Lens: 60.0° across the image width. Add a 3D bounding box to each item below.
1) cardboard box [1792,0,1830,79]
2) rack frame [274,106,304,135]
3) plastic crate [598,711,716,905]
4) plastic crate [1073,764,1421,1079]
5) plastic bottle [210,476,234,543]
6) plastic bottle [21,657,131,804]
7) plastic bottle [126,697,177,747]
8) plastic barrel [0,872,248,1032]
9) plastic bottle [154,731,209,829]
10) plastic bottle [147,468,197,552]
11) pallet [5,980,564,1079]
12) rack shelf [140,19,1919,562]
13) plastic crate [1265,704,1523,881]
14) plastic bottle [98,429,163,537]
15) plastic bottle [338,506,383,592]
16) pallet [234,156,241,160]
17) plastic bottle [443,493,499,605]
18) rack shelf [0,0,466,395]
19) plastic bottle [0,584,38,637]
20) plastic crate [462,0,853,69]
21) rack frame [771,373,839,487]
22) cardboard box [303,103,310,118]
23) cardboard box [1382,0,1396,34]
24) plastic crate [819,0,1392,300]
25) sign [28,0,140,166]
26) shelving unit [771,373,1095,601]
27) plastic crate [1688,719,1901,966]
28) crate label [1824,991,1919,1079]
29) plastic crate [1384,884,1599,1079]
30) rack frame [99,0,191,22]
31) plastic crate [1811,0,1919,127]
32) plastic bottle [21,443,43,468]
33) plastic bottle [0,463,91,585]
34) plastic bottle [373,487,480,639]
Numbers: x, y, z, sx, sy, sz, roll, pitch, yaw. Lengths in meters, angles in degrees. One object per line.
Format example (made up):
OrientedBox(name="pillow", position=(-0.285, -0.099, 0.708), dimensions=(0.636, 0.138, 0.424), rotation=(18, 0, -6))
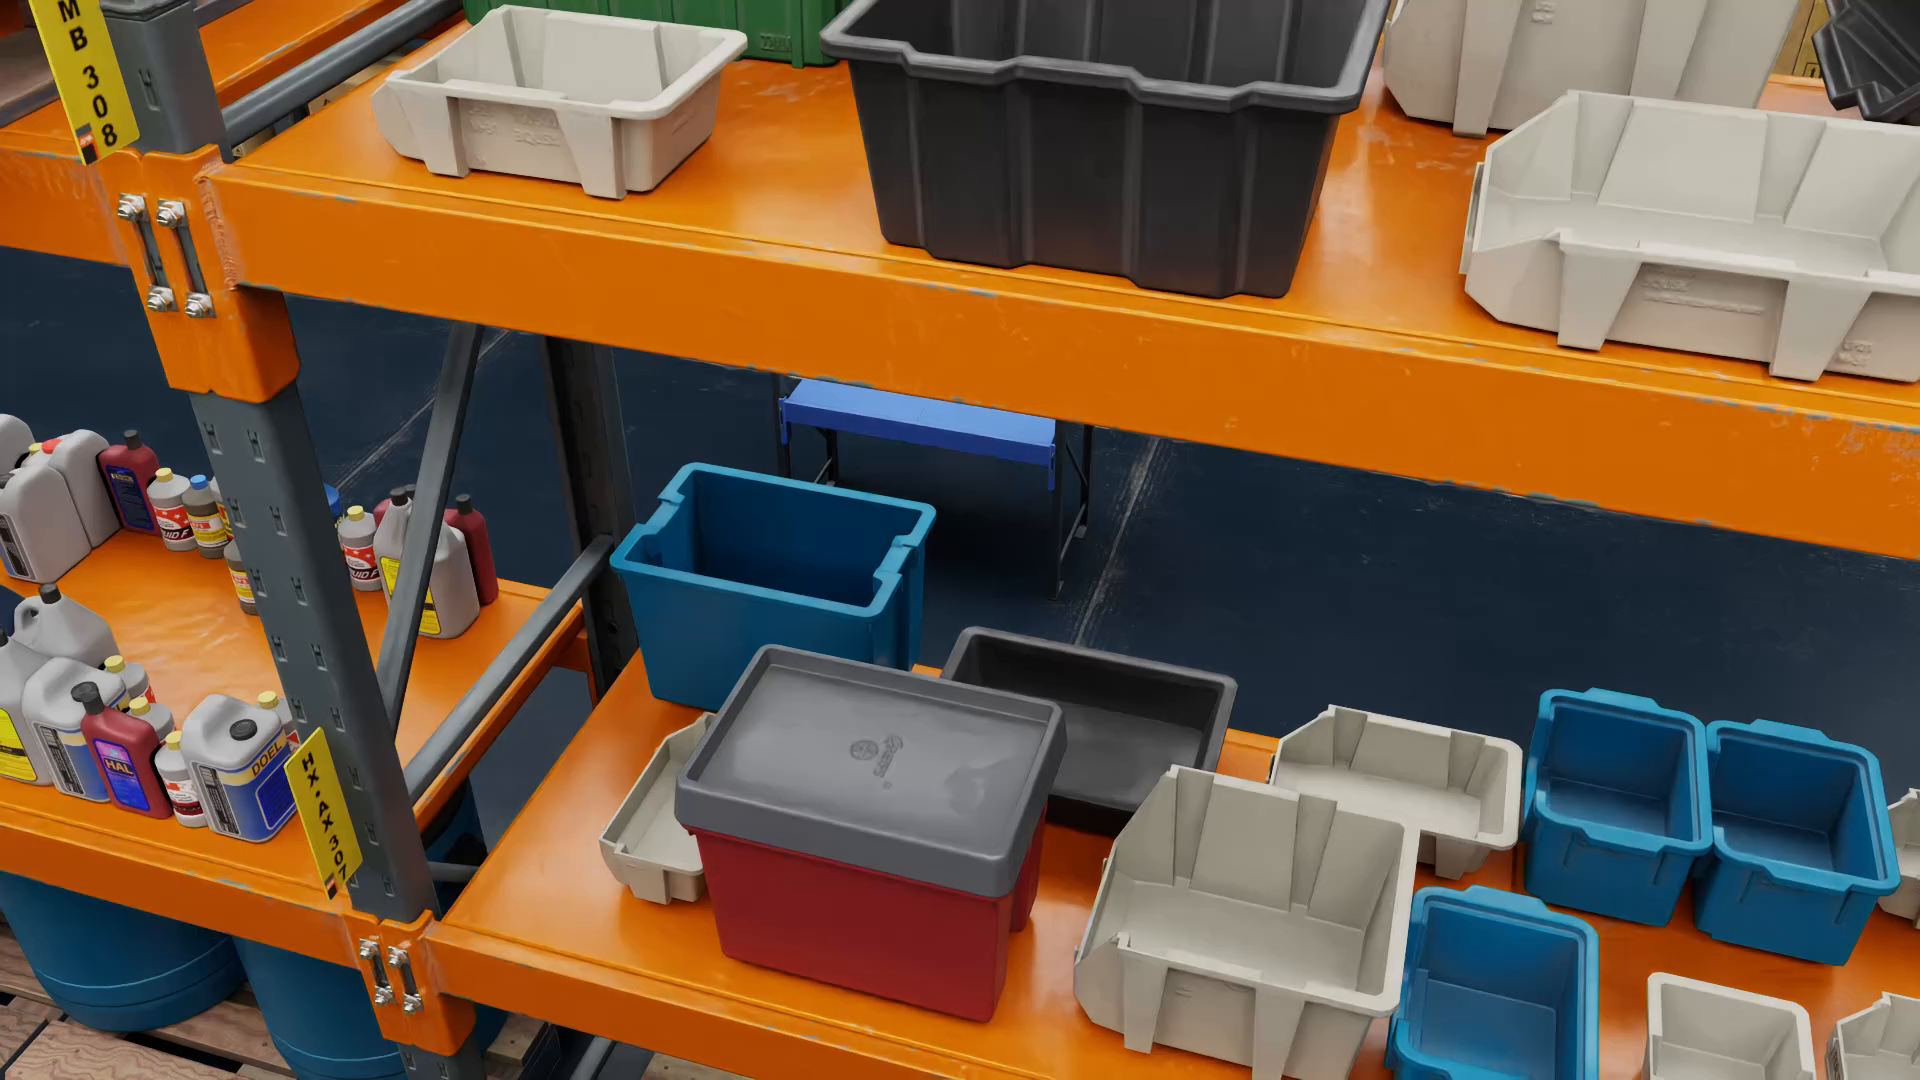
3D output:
OrientedBox(name="cardboard box", position=(3.373, -1.878, 6.187), dimensions=(0.500, 0.500, 0.500), rotation=(11, 38, 14))
OrientedBox(name="rack frame", position=(-3.258, -3.237, 8.117), dimensions=(0.127, 3.000, 1.000), rotation=(10, 38, 14))
OrientedBox(name="plastic crate", position=(-0.519, 0.517, 3.189), dimensions=(0.243, 0.136, 0.396), rotation=(10, 38, 14))
OrientedBox(name="plastic crate", position=(0.482, 0.670, 2.859), dimensions=(0.530, 0.282, 0.437), rotation=(10, 38, 14))
OrientedBox(name="plastic bottle", position=(-1.701, -0.074, 3.929), dimensions=(0.097, 0.271, 0.097), rotation=(0, 36, 0))
OrientedBox(name="plastic bottle", position=(-1.742, 0.371, 3.321), dimensions=(0.135, 0.276, 0.152), rotation=(10, 38, 14))
OrientedBox(name="plastic bottle", position=(-1.621, 0.402, 3.341), dimensions=(0.097, 0.201, 0.097), rotation=(0, 36, 0))
OrientedBox(name="plastic barrel", position=(-2.111, 0.717, 4.161), dimensions=(0.708, 0.901, 0.600), rotation=(10, 38, 14))
OrientedBox(name="plastic bottle", position=(-1.512, 0.460, 3.262), dimensions=(0.097, 0.201, 0.097), rotation=(0, 36, 0))
OrientedBox(name="plastic bottle", position=(-1.886, -0.080, 3.996), dimensions=(0.097, 0.201, 0.097), rotation=(0, 36, 0))
OrientedBox(name="pallet", position=(-1.645, 1.235, 4.394), dimensions=(1.213, 0.211, 1.003), rotation=(10, 38, 14))
OrientedBox(name="rack shelf", position=(0.988, -0.293, 2.194), dimensions=(4.000, 0.370, 1.077), rotation=(10, 38, 14))
OrientedBox(name="plastic crate", position=(0.831, 0.492, 3.223), dimensions=(0.466, 0.136, 0.293), rotation=(10, 38, 14))
OrientedBox(name="plastic bottle", position=(-1.991, -0.144, 4.014), dimensions=(0.133, 0.283, 0.061), rotation=(10, 38, 14))
OrientedBox(name="plastic bottle", position=(-1.386, 0.012, 3.871), dimensions=(0.097, 0.201, 0.097), rotation=(0, 36, 0))
OrientedBox(name="pallet", position=(-4.032, -2.281, 9.172), dimensions=(1.213, 0.211, 1.003), rotation=(10, 38, 14))
OrientedBox(name="plastic bottle", position=(-1.143, 0.013, 3.801), dimensions=(0.133, 0.283, 0.061), rotation=(10, 38, 14))
OrientedBox(name="rack shelf", position=(-2.830, -1.000, 3.154), dimensions=(4.000, 0.370, 1.077), rotation=(10, 38, 14))
OrientedBox(name="plastic bottle", position=(-2.029, 0.200, 3.489), dimensions=(0.185, 0.351, 0.144), rotation=(10, 38, 14))
OrientedBox(name="plastic crate", position=(-0.426, -0.947, 2.654), dimensions=(0.662, 0.188, 0.450), rotation=(10, 38, 14))
OrientedBox(name="rack frame", position=(-0.567, -0.709, 5.948), dimensions=(0.032, 1.500, 0.500), rotation=(10, 38, 14))
OrientedBox(name="cardboard box", position=(-3.670, -2.557, 9.160), dimensions=(0.500, 0.250, 0.500), rotation=(10, 38, 14))
OrientedBox(name="cardboard box", position=(1.932, -2.148, 6.553), dimensions=(0.500, 0.500, 0.500), rotation=(10, 38, 14))
OrientedBox(name="plastic crate", position=(0.183, -0.509, 1.990), dimensions=(0.590, 0.269, 0.497), rotation=(10, 38, 14))
OrientedBox(name="sign", position=(-1.086, -0.629, 2.036), dimensions=(0.005, 0.325, 0.100), rotation=(10, 38, 14))
OrientedBox(name="shelving unit", position=(-0.081, -0.619, 5.826), dimensions=(1.048, 1.500, 0.538), rotation=(10, 38, 14))
OrientedBox(name="plastic crate", position=(1.503, 0.560, 3.050), dimensions=(0.300, 0.233, 0.416), rotation=(10, 38, 14))
OrientedBox(name="crate label", position=(1.520, 0.925, 2.635), dimensions=(0.243, 0.136, 0.396), rotation=(10, 38, 14))
OrientedBox(name="plastic crate", position=(0.861, 0.804, 2.717), dimensions=(0.300, 0.233, 0.416), rotation=(10, 38, 14))
OrientedBox(name="rack frame", position=(-0.921, -2.144, 1.572), dimensions=(0.127, 3.000, 1.000), rotation=(10, 38, 14))
OrientedBox(name="plastic crate", position=(1.521, -0.630, 2.097), dimensions=(0.767, 0.338, 0.504), rotation=(10, 38, 14))
OrientedBox(name="plastic bottle", position=(-2.235, -0.145, 4.084), dimensions=(0.097, 0.201, 0.097), rotation=(0, 36, 0))
OrientedBox(name="plastic bottle", position=(-2.178, -0.053, 3.896), dimensions=(0.135, 0.276, 0.152), rotation=(10, 38, 14))
OrientedBox(name="plastic bottle", position=(-1.199, 0.039, 3.708), dimensions=(0.185, 0.351, 0.144), rotation=(10, 38, 14))
